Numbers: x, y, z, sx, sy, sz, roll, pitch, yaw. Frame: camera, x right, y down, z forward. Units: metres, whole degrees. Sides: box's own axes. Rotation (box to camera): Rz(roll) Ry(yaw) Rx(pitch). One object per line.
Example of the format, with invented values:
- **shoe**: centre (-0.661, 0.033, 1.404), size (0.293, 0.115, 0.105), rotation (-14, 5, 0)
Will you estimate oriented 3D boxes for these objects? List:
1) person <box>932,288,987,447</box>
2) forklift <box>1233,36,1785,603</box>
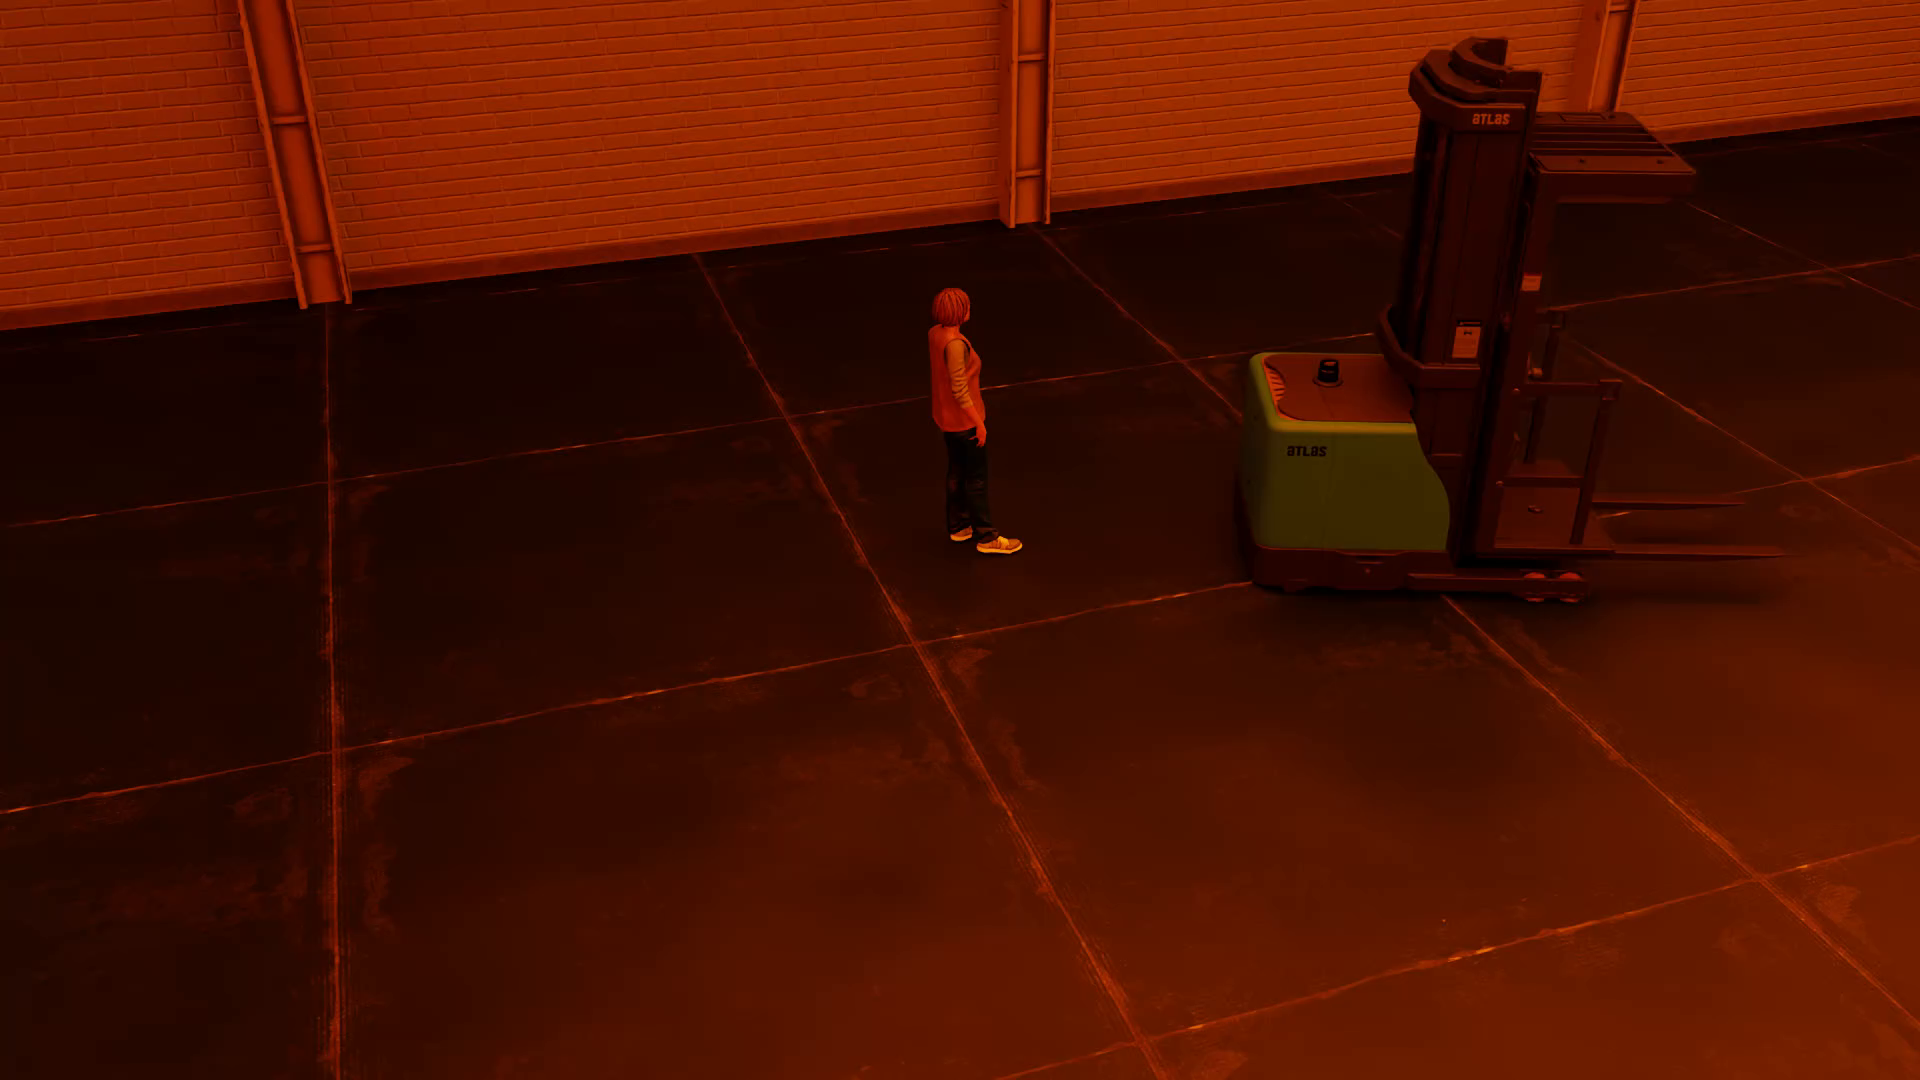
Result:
- **person**: centre (-0.023, -0.988, 9.444), size (0.258, 0.918, 0.502), rotation (-10, 31, -16)
- **forklift**: centre (3.184, -1.187, 9.150), size (3.031, 2.935, 1.130), rotation (1, 30, 2)
